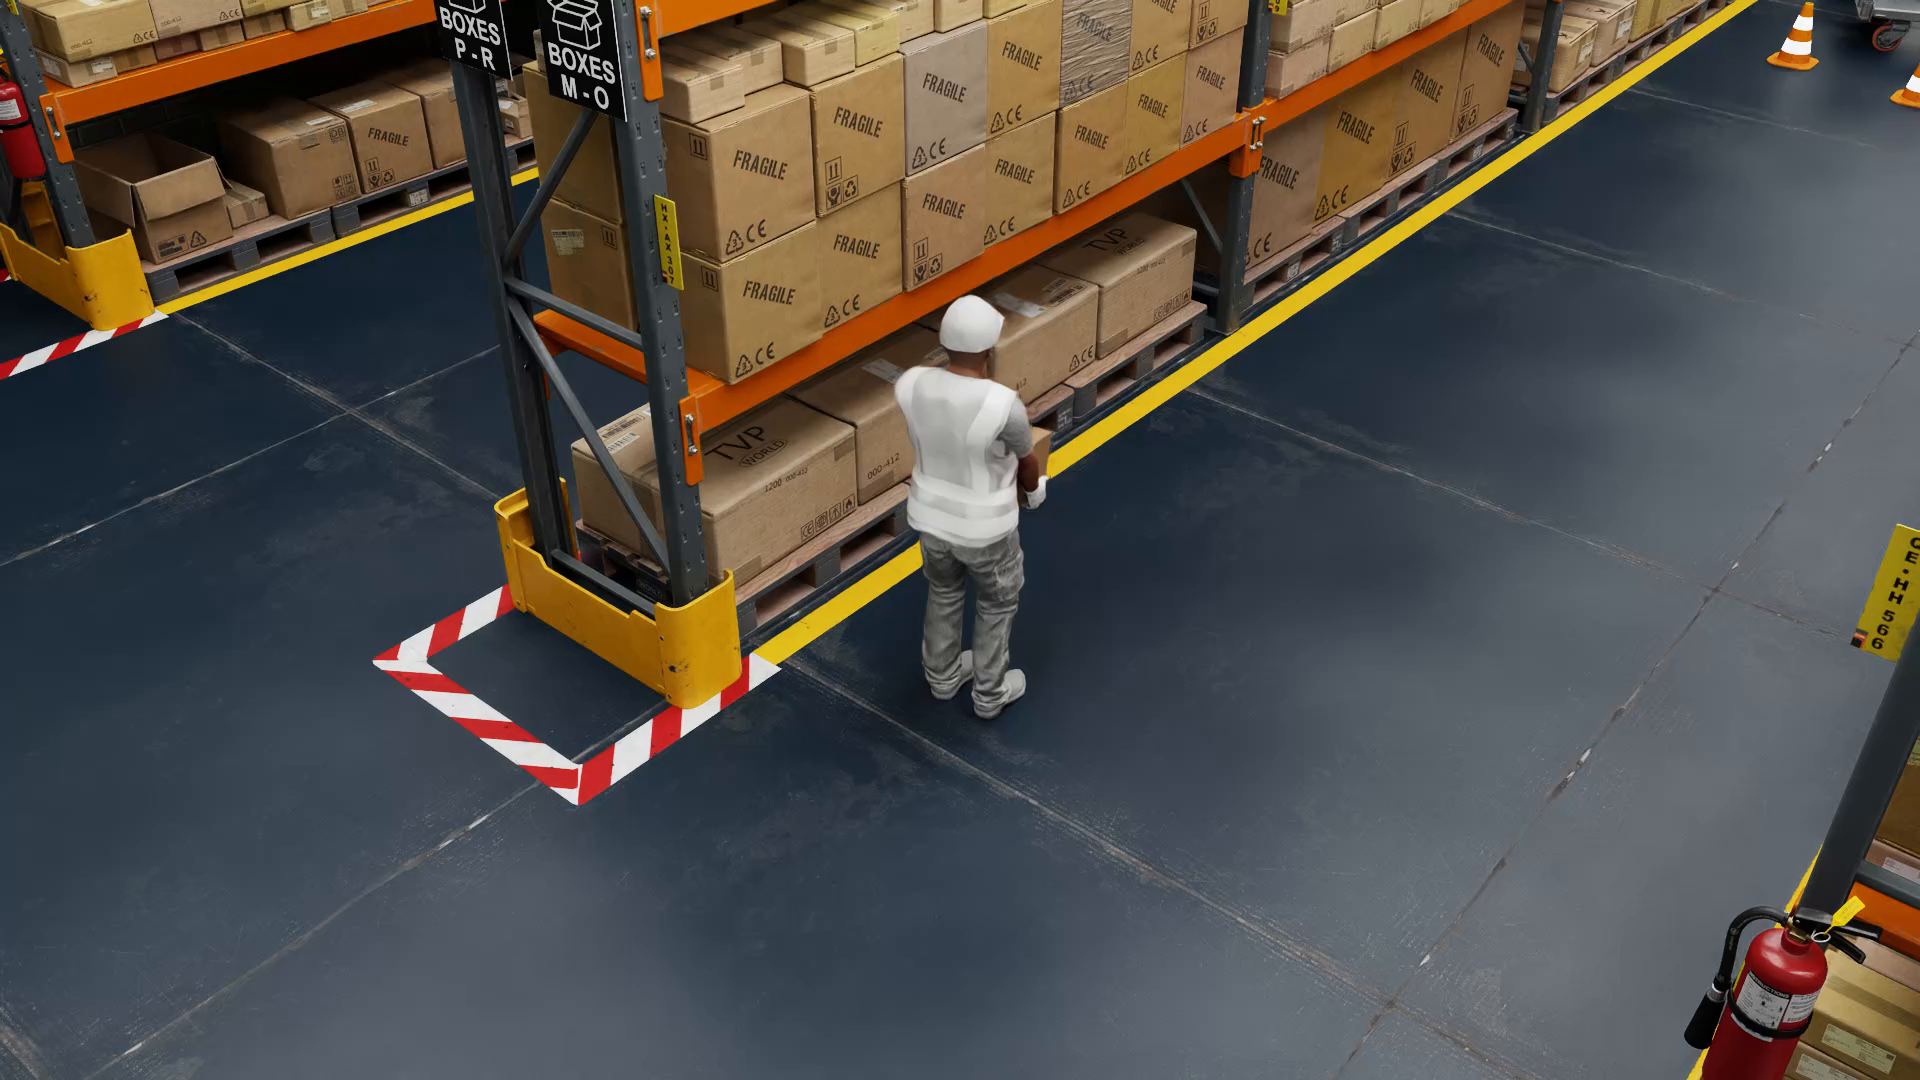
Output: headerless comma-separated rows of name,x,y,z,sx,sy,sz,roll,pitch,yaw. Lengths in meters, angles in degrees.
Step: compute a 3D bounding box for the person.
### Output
person,0.064,-0.134,6.320,0.489,1.782,0.574,20,39,26
